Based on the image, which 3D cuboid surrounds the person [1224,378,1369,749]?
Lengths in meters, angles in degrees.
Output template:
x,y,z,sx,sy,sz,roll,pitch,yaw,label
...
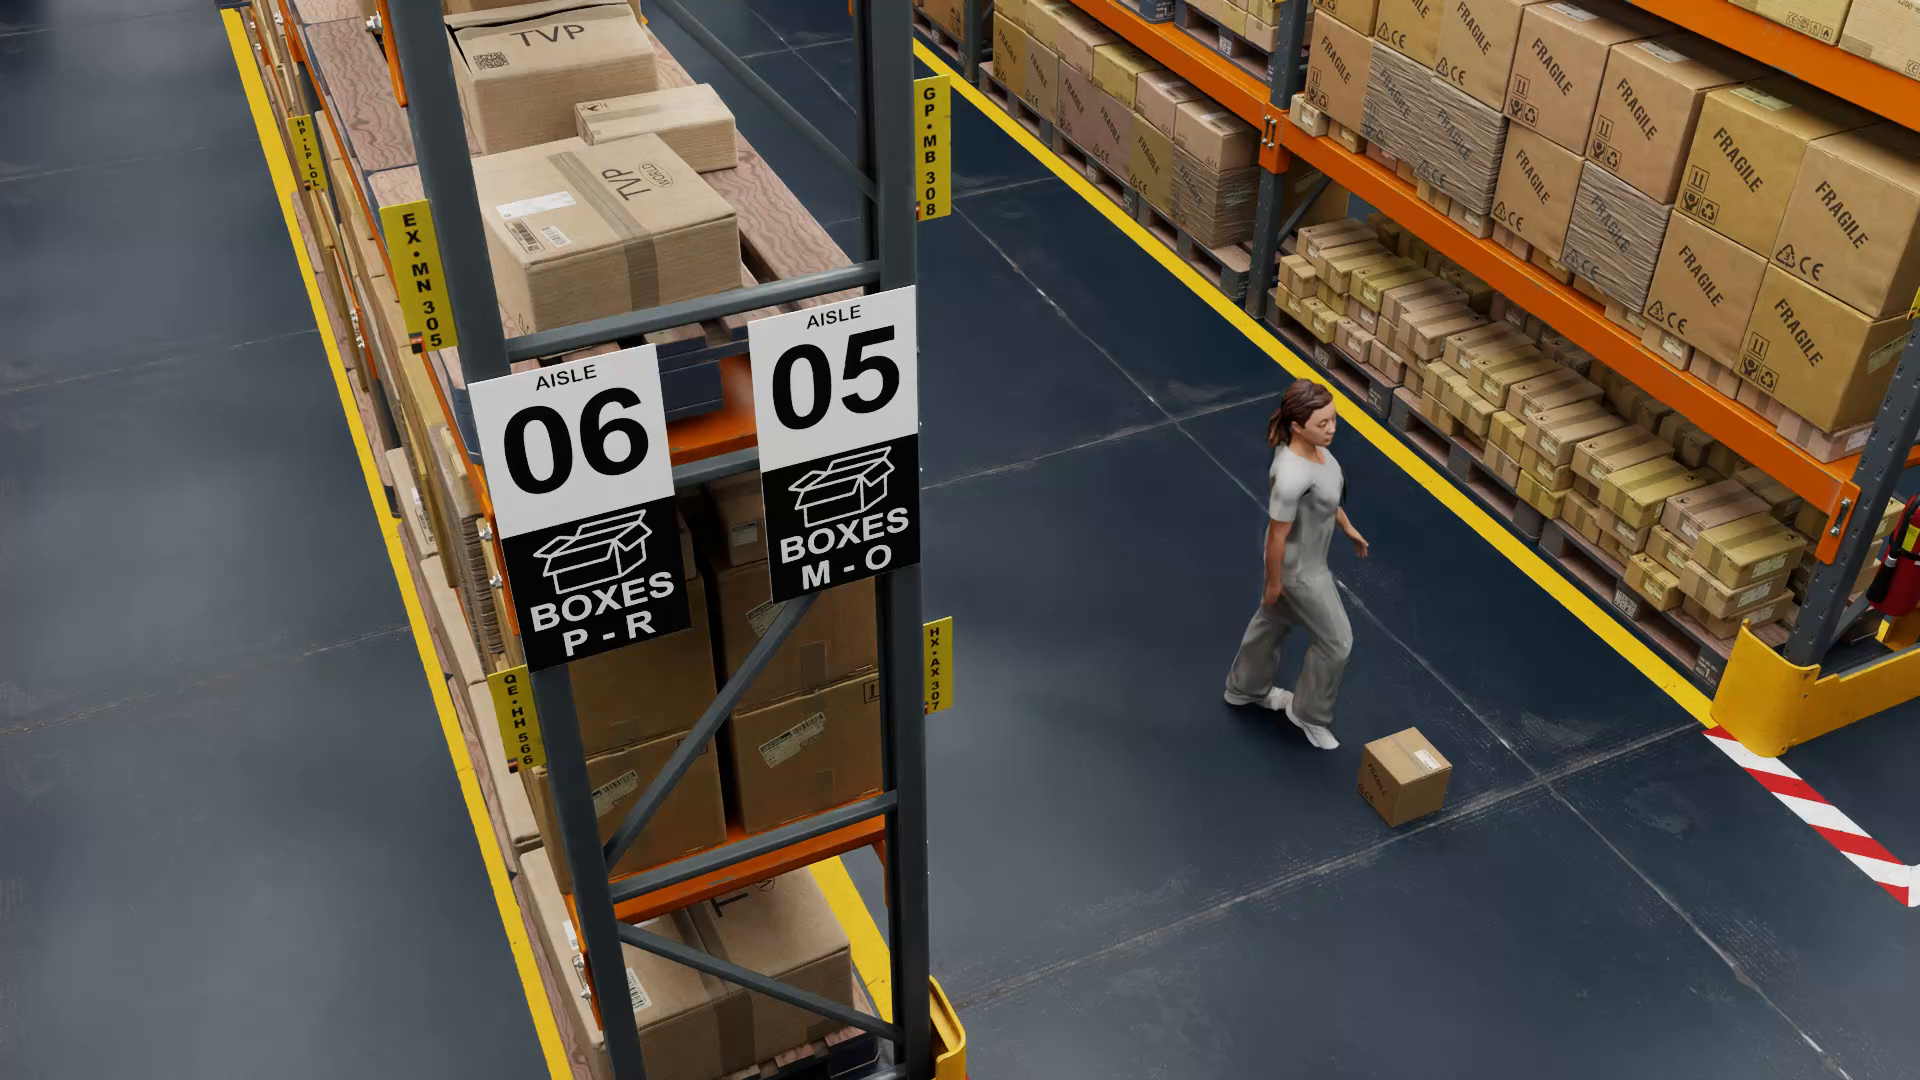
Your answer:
x,y,z,sx,sy,sz,roll,pitch,yaw,label
1.402,0.115,6.738,0.521,1.735,0.458,7,38,10,person
